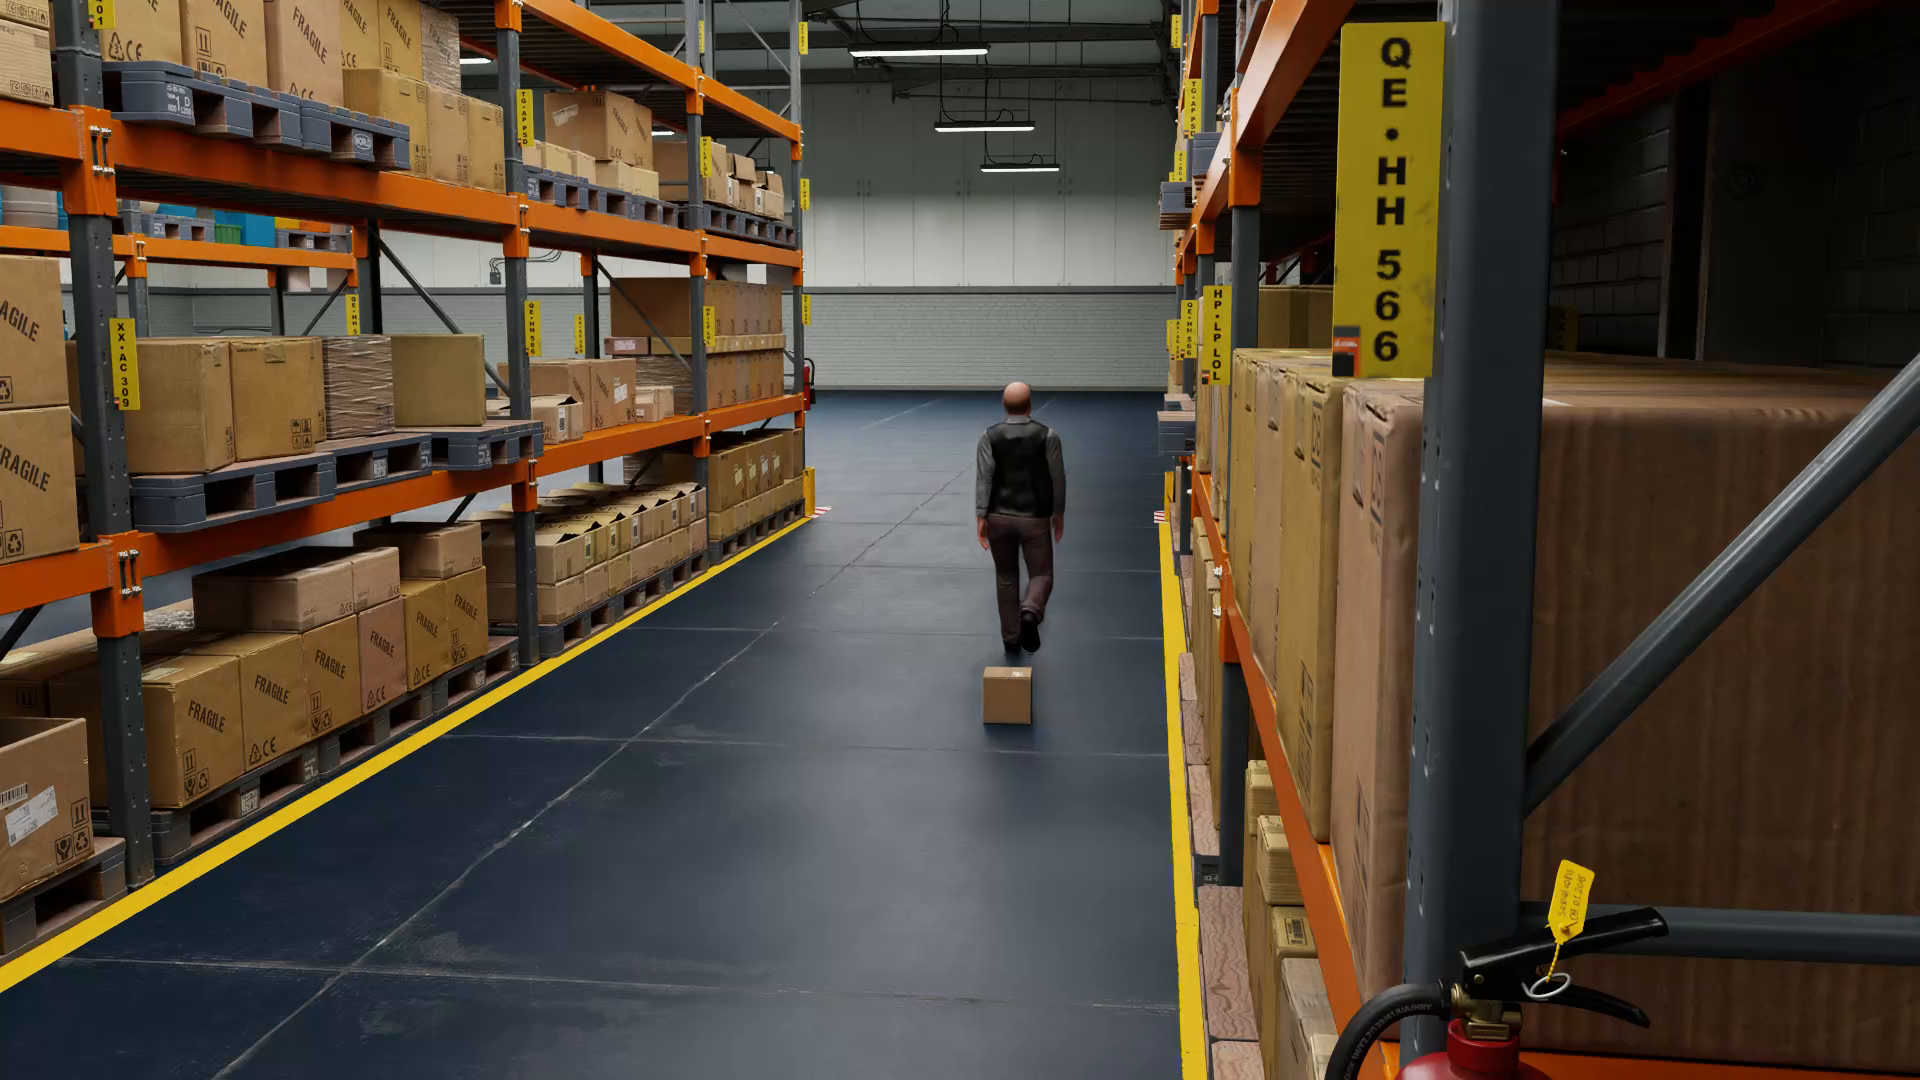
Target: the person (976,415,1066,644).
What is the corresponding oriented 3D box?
[{"bbox_3d":[0.368,-0.046,10.222,0.549,1.442,0.654,1,8,8],"label":"person"}]
